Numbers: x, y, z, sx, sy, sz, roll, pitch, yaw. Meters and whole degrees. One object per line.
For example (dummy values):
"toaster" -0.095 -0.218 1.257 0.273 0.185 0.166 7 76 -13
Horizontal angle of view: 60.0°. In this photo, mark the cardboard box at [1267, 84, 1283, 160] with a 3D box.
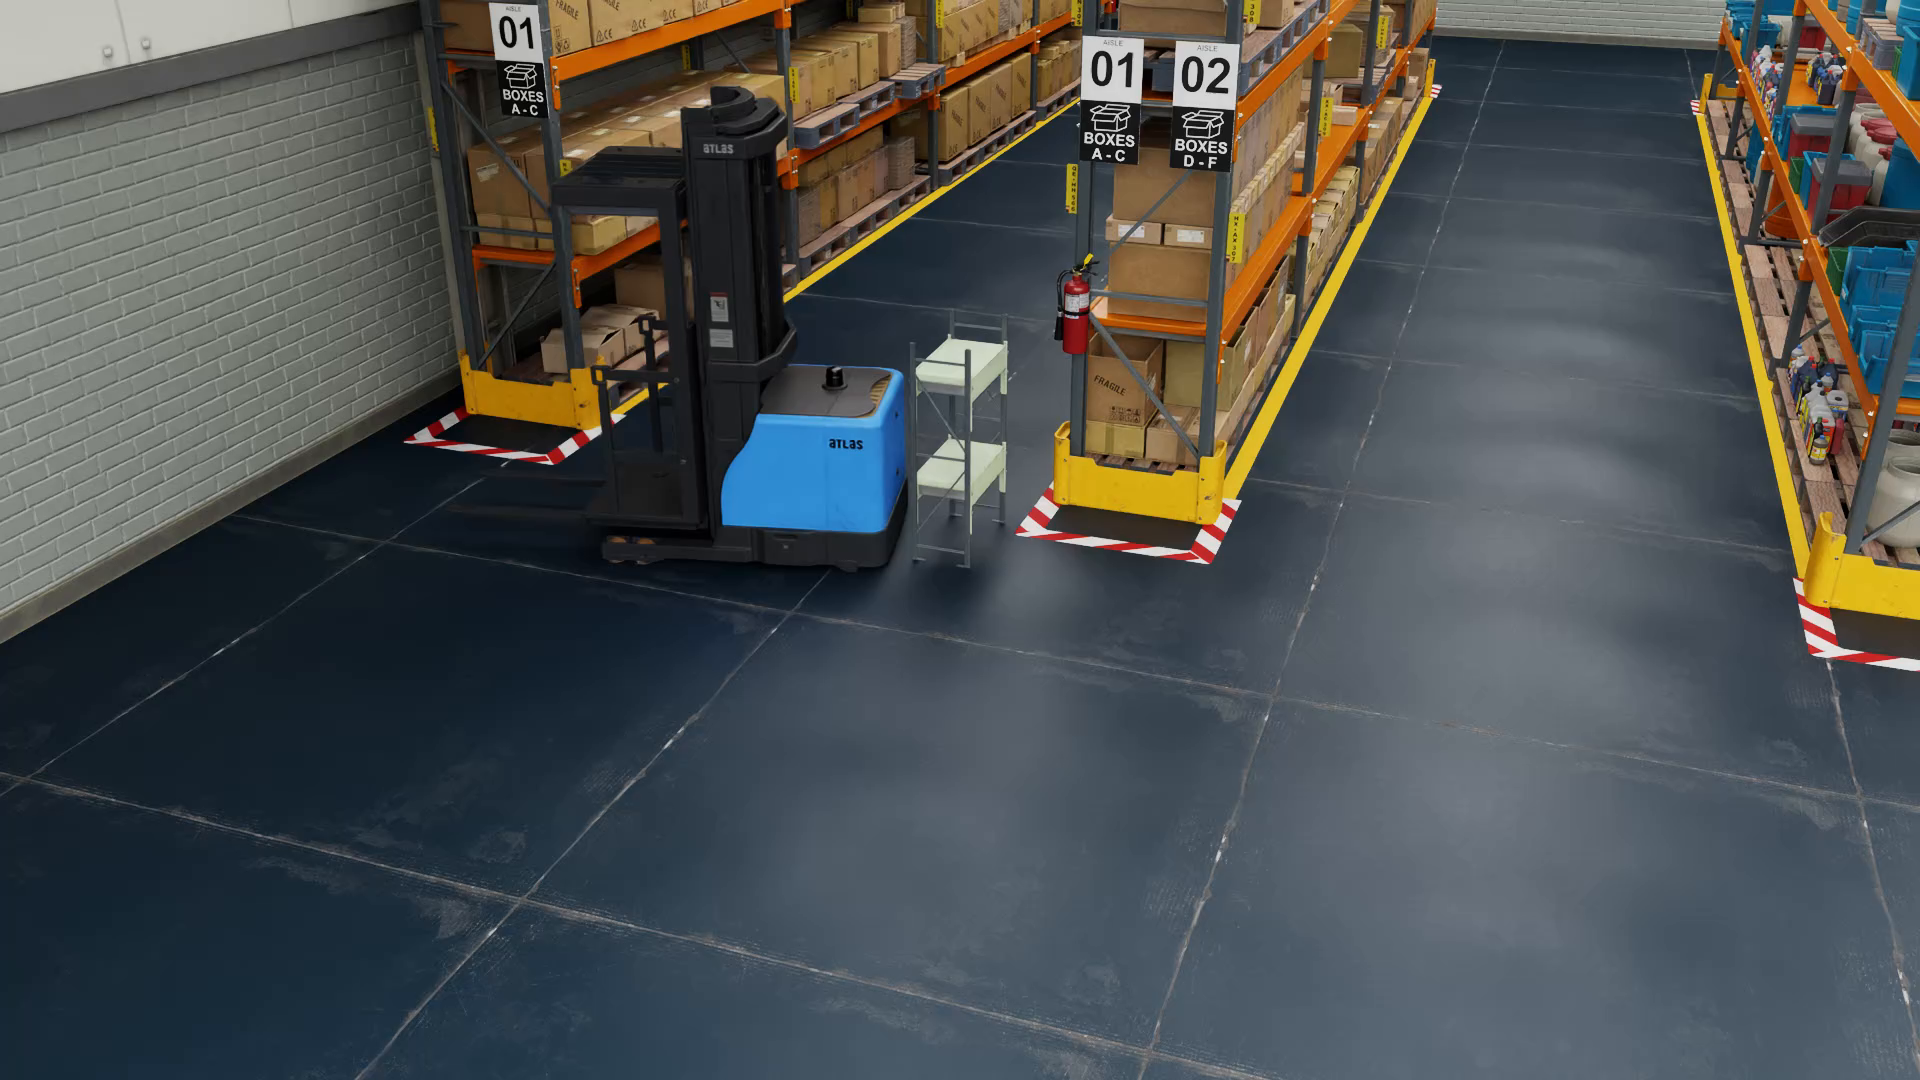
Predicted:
"cardboard box" 2.115 -3.288 12.995 0.700 0.500 0.500 9 27 17

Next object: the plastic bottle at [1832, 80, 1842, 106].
"plastic bottle" 9.503 -4.825 17.915 0.152 0.276 0.135 9 27 17

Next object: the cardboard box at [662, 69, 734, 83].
"cardboard box" -2.435 -4.089 15.541 0.500 0.500 0.500 8 27 16

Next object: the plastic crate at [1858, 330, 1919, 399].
"plastic crate" 5.815 -1.074 10.197 0.499 0.251 0.616 9 27 17

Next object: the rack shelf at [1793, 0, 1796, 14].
"rack shelf" 9.258 -6.028 17.641 1.077 0.370 4.000 9 27 17

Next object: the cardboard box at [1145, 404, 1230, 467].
"cardboard box" 1.649 -0.752 12.033 0.500 0.250 0.500 9 27 17

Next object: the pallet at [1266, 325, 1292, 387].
"pallet" 2.287 -1.680 14.477 1.003 0.211 1.213 9 27 17

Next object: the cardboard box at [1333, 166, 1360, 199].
"cardboard box" 3.980 -3.852 17.794 0.500 0.311 0.500 9 27 19

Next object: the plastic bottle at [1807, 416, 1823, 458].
"plastic bottle" 6.150 -0.736 11.941 0.061 0.283 0.133 9 27 19

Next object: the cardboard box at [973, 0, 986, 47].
"cardboard box" 0.002 -6.384 20.515 0.500 0.500 0.500 9 27 17

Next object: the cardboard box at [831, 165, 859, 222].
"cardboard box" -1.519 -3.774 17.966 0.700 0.500 0.500 9 27 18

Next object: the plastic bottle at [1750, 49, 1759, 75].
"plastic bottle" 9.355 -5.627 19.564 0.061 0.283 0.133 9 27 17

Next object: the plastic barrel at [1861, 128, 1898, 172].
"plastic barrel" 8.031 -3.260 14.385 0.433 0.535 0.433 0 26 0

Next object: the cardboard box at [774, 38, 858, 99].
"cardboard box" -1.497 -4.924 17.357 0.700 0.500 0.500 13 29 24

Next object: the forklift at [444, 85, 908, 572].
"forklift" -1.918 -1.381 10.740 3.031 2.935 1.130 3 26 7

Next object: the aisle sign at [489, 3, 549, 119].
"aisle sign" -3.153 -3.426 11.900 0.394 0.787 0.004 9 27 17

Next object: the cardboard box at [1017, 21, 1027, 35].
"cardboard box" 0.674 -6.869 22.260 0.380 0.149 0.250 9 27 18

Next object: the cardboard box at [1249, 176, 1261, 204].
"cardboard box" 2.021 -2.608 12.336 0.380 0.149 0.250 8 27 17

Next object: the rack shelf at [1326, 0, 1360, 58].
"rack shelf" 3.257 -5.104 15.733 1.077 0.370 4.000 9 27 17

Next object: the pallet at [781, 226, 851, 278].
"pallet" -1.824 -3.038 17.282 1.003 0.211 1.213 9 27 17

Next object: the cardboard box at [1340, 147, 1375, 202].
"cardboard box" 4.343 -4.118 18.677 0.500 0.500 0.500 10 28 20

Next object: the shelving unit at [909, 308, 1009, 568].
"shelving unit" -0.002 -0.672 10.917 0.431 1.500 0.755 9 27 17

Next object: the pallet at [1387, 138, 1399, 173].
"pallet" 5.019 -4.948 21.228 1.003 0.211 1.213 9 27 17

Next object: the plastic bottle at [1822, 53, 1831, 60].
"plastic bottle" 10.097 -5.559 19.431 0.152 0.276 0.135 9 27 17

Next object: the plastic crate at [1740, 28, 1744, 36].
"plastic crate" 10.219 -6.491 21.448 0.293 0.136 0.466 9 27 17

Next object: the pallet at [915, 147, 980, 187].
"pallet" -0.417 -4.674 20.662 1.003 0.211 1.213 9 27 17

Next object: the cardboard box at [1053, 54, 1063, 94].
"cardboard box" 1.097 -6.823 24.285 0.700 0.500 0.500 8 27 17

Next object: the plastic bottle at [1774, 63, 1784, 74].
"plastic bottle" 9.245 -5.230 18.752 0.152 0.276 0.135 9 27 17

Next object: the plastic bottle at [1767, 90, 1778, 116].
"plastic bottle" 8.522 -4.569 17.393 0.097 0.271 0.097 0 26 0

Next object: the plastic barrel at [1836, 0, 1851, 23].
"plastic barrel" 7.443 -4.621 13.334 0.600 0.901 0.600 0 26 0

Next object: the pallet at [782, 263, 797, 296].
"pallet" -2.271 -2.436 16.040 1.003 0.211 1.213 9 27 17

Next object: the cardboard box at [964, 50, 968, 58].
"cardboard box" -0.116 -6.042 20.553 0.380 0.149 0.250 9 27 19

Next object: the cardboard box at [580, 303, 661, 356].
"cardboard box" -2.907 -1.822 14.152 0.500 0.311 0.500 11 28 22

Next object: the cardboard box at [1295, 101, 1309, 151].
"cardboard box" 3.038 -3.830 15.605 0.500 0.500 0.500 11 28 21

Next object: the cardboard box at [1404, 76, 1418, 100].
"cardboard box" 6.292 -6.502 23.888 0.500 0.250 0.500 9 27 17

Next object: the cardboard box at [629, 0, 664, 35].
"cardboard box" -2.684 -4.264 13.034 0.500 0.500 0.500 10 28 20

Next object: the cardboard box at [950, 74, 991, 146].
"cardboard box" -0.084 -5.480 21.111 0.750 0.750 0.750 9 27 17

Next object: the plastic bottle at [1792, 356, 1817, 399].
"plastic bottle" 6.601 -1.270 12.966 0.144 0.351 0.185 10 27 19

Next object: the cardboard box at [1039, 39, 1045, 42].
"cardboard box" 1.036 -7.307 24.541 0.380 0.149 0.250 9 27 18

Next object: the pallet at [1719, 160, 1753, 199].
"pallet" 9.627 -4.257 19.801 1.003 0.211 1.213 9 27 17

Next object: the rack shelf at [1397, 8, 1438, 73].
"rack shelf" 5.919 -7.041 23.177 1.077 0.370 4.000 9 27 17

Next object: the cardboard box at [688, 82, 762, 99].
"cardboard box" -2.108 -3.807 14.958 0.500 0.500 0.500 9 27 17

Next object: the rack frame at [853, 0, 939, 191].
"rack frame" -0.750 -5.616 19.408 1.000 3.000 0.127 9 27 17

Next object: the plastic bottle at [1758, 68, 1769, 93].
"plastic bottle" 8.960 -5.111 18.512 0.097 0.271 0.097 0 26 0

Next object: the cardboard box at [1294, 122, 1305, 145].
"cardboard box" 2.703 -3.450 14.074 0.380 0.149 0.250 9 27 17

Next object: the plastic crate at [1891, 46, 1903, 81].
"plastic crate" 6.479 -3.182 11.180 0.336 0.188 0.450 9 27 17

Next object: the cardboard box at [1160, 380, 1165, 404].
"cardboard box" 1.315 -1.034 12.617 0.500 0.250 0.500 9 27 17

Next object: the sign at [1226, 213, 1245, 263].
"sign" 1.782 -1.954 10.760 0.100 0.325 0.005 9 27 17

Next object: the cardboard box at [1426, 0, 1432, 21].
"cardboard box" 6.352 -7.591 23.371 0.500 0.500 0.500 9 27 18

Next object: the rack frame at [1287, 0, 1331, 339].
"rack frame" 2.591 -3.256 14.532 1.000 3.000 0.127 9 27 17

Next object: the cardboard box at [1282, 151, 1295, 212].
"cardboard box" 2.450 -3.117 14.132 0.700 0.500 0.500 8 27 16

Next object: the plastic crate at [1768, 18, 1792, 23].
"plastic crate" 11.044 -6.897 22.287 0.396 0.136 0.243 9 27 17

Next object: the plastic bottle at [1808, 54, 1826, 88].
"plastic bottle" 9.729 -5.321 18.854 0.144 0.351 0.185 9 27 17

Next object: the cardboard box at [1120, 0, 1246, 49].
"cardboard box" 1.456 -3.496 10.825 0.797 0.503 0.637 11 28 21

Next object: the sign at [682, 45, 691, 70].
"sign" -2.606 -4.573 15.924 0.100 0.325 0.005 9 27 17
